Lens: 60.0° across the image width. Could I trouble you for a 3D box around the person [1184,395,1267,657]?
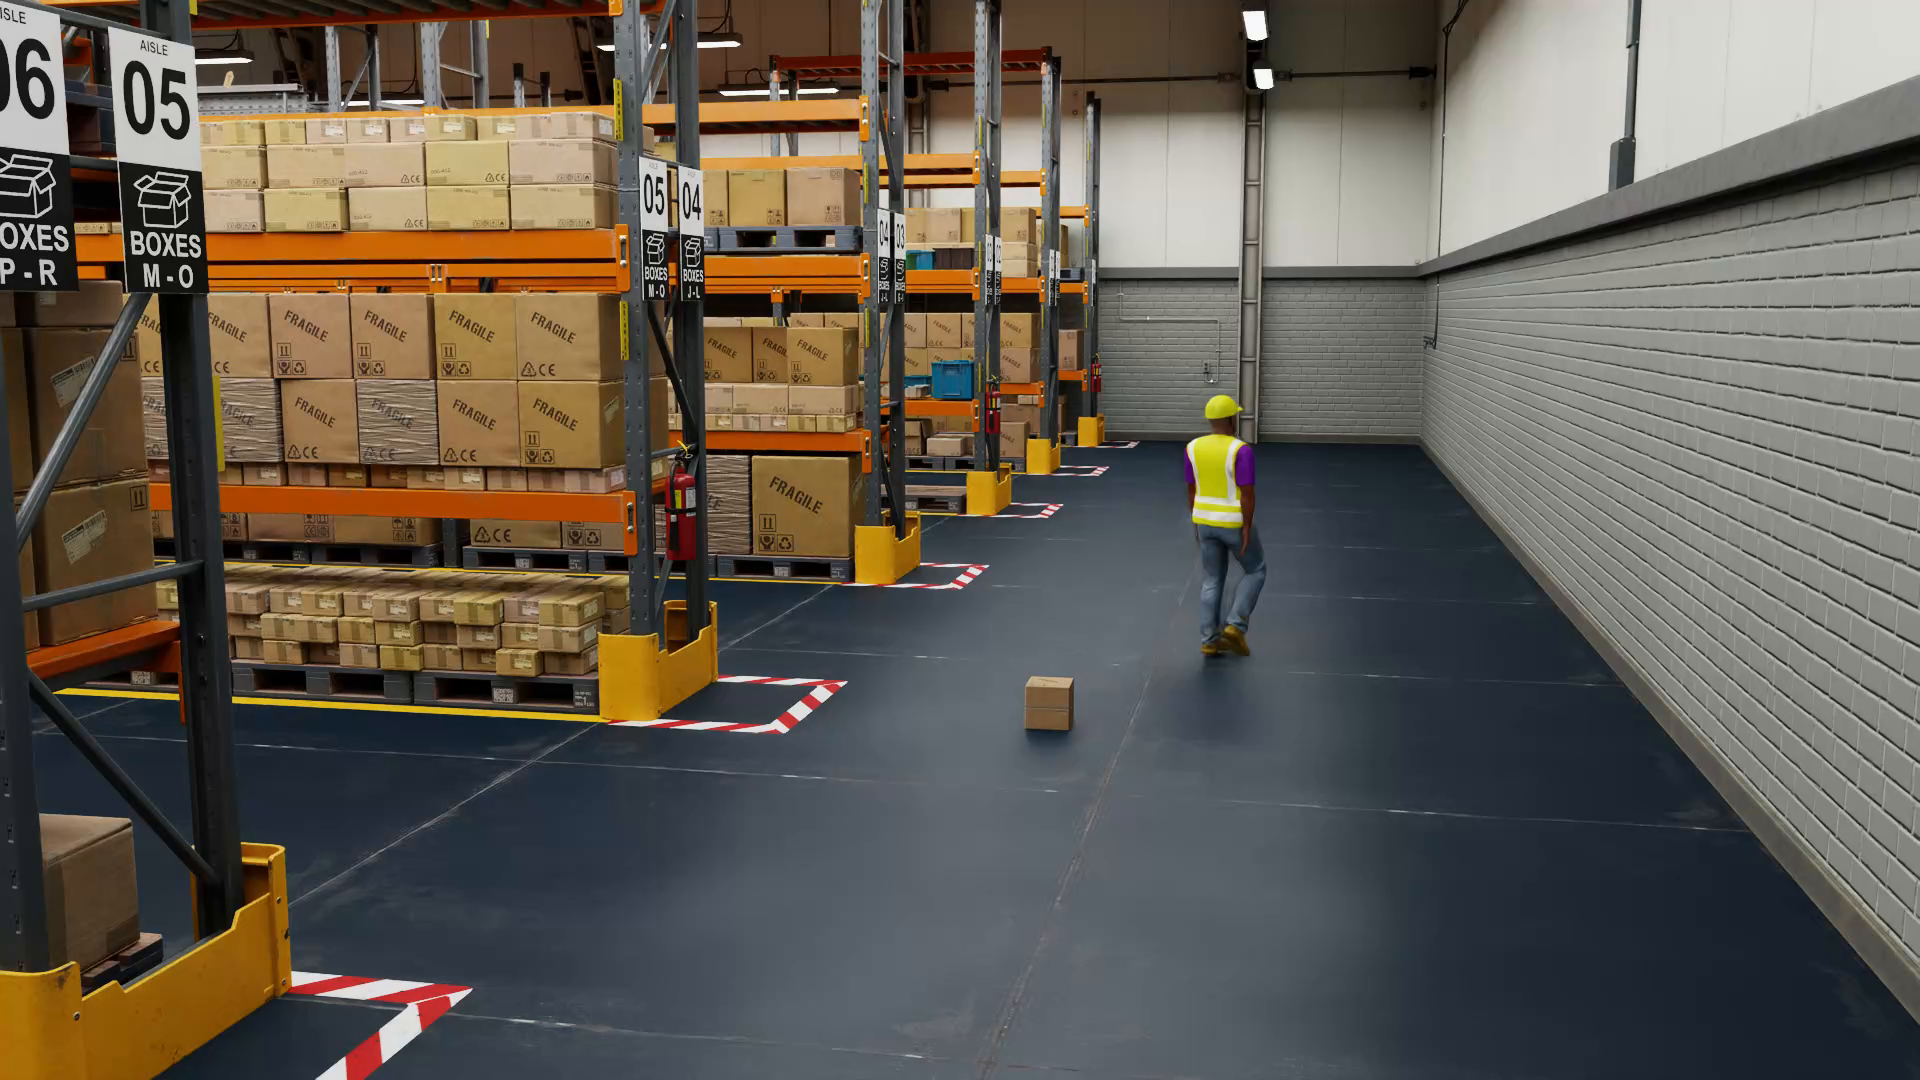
[{"bbox_3d":[1.821,-0.093,11.342,0.563,1.797,0.461,6,10,39],"label":"person"}]
